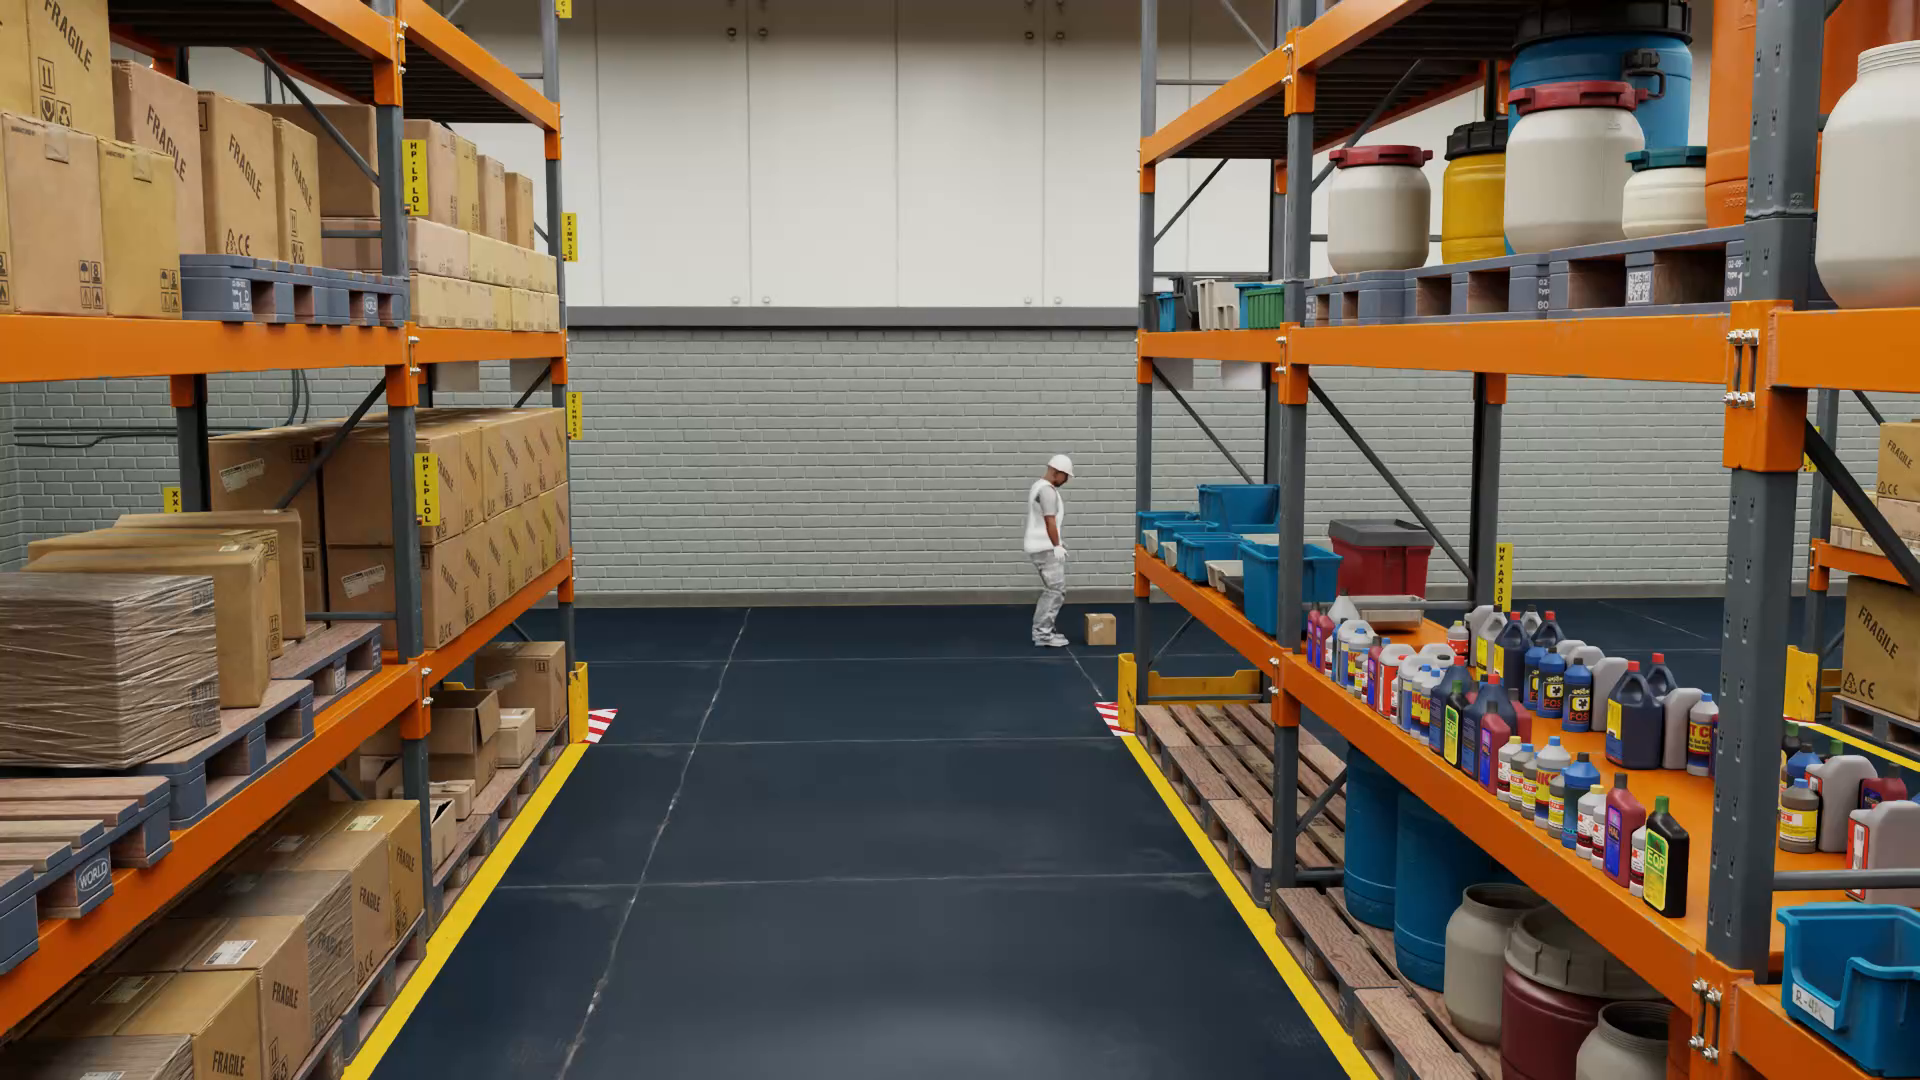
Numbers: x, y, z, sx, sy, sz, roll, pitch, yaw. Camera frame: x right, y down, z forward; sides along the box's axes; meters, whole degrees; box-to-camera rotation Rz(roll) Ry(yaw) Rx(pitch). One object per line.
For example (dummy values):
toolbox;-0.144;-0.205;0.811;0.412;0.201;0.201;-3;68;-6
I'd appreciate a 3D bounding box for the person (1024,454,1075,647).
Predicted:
person;0.815;0.085;15.164;0.458;1.732;0.573;0;7;-2
